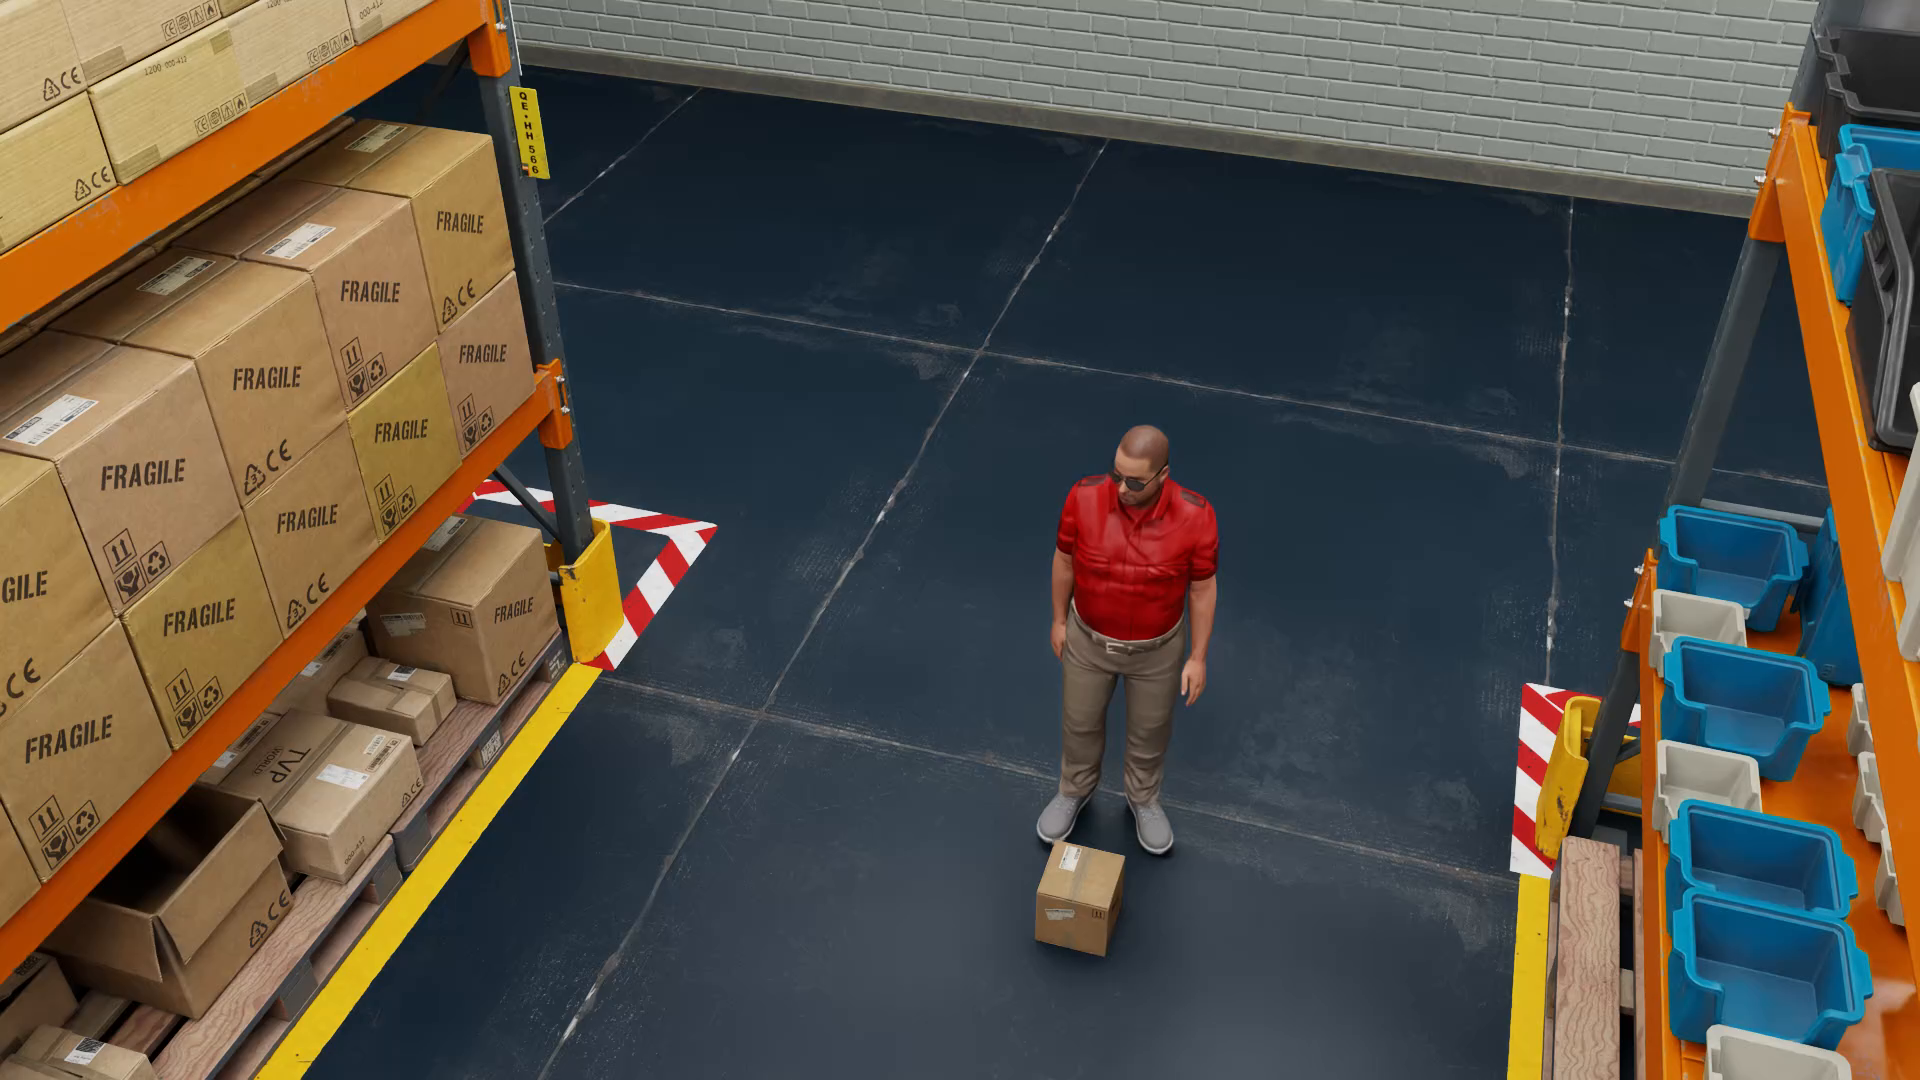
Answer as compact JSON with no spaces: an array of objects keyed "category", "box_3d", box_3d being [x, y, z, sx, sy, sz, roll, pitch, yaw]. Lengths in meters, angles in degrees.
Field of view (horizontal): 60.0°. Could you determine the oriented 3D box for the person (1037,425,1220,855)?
[{"category":"person","box_3d":[0.573,0.350,5.667,0.559,1.731,0.364,7,37,9]}]
